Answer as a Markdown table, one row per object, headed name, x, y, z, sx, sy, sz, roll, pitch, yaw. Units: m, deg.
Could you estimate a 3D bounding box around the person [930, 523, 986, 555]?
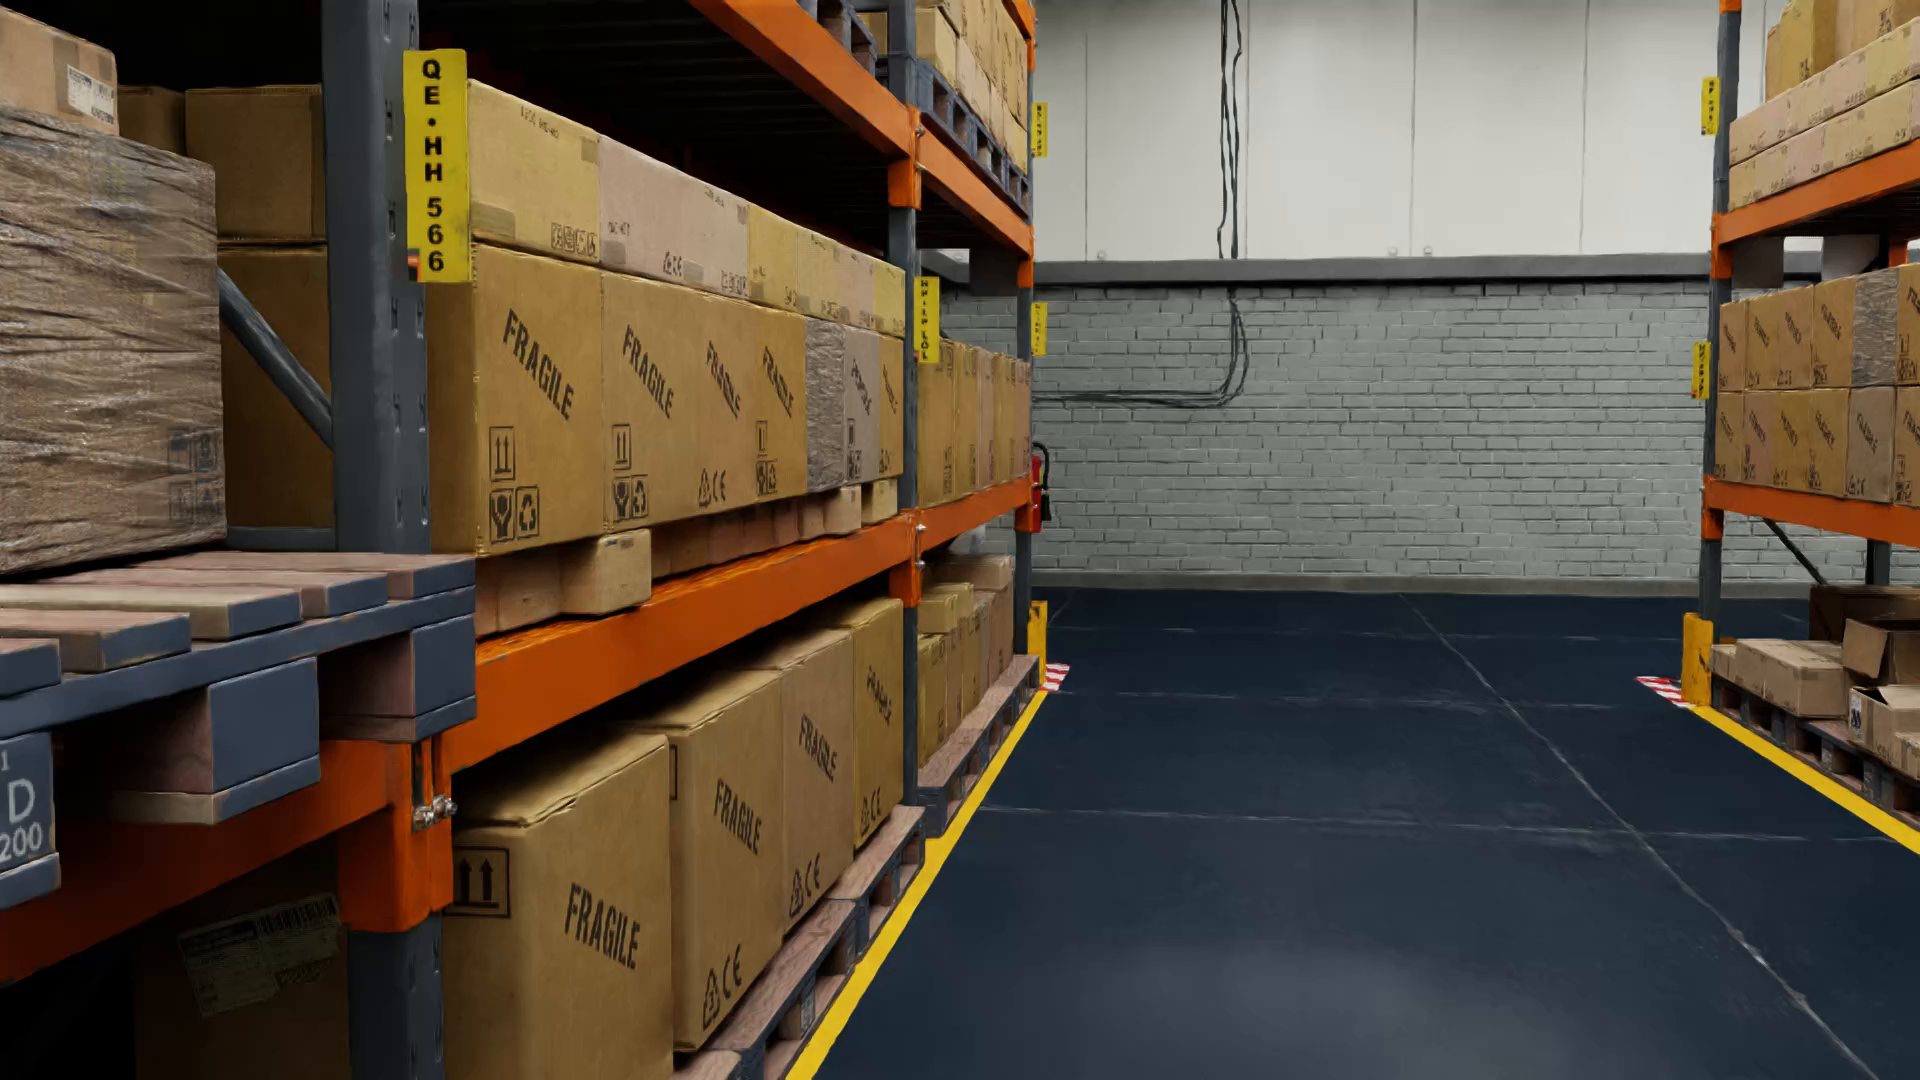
| name | x | y | z | sx | sy | sz | roll | pitch | yaw |
| --- | --- | --- | --- | --- | --- | --- | --- | --- | --- |
| person | -0.043 | -0.071 | 11.487 | 0.443 | 1.805 | 0.588 | 2 | 5 | 25 |
